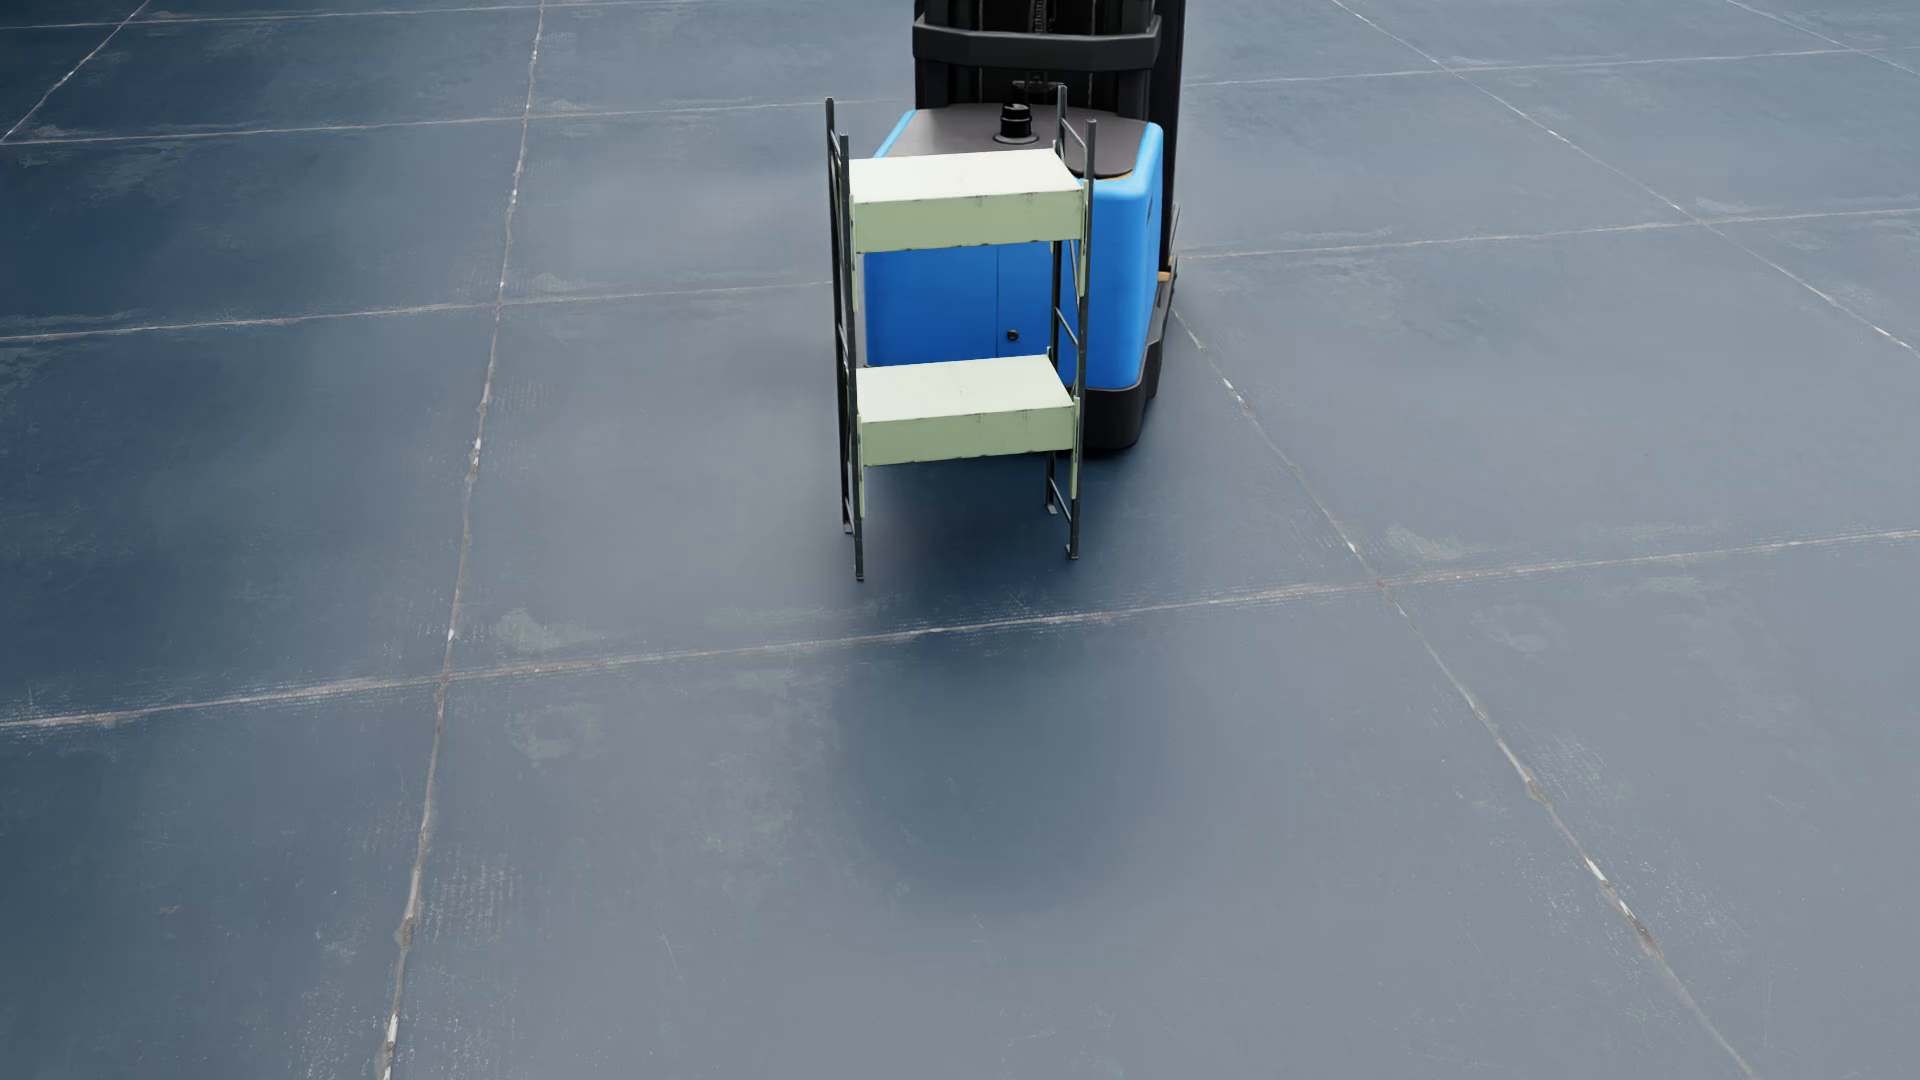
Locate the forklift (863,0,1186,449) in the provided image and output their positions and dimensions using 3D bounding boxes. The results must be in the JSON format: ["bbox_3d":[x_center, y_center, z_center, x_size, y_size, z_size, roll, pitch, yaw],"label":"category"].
[{"bbox_3d":[0.401,-2.333,6.825,1.130,2.935,3.031,5,31,9],"label":"forklift"}]

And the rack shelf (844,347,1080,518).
[{"bbox_3d":[-0.007,-0.365,5.534,0.720,0.370,0.431,-5,31,-9],"label":"rack shelf"}]

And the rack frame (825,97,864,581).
[{"bbox_3d":[-0.367,-0.612,5.312,0.023,1.500,0.400,-5,31,-9],"label":"rack frame"}]

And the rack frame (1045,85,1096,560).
[{"bbox_3d":[0.353,-0.679,5.426,0.023,1.500,0.400,-5,31,-9],"label":"rack frame"}]

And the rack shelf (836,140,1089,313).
[{"bbox_3d":[-0.007,-0.982,5.171,0.720,0.370,0.431,-5,31,-9],"label":"rack shelf"}]

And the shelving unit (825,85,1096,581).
[{"bbox_3d":[-0.007,-0.646,5.369,0.755,1.500,0.431,-5,31,-9],"label":"shelving unit"}]
